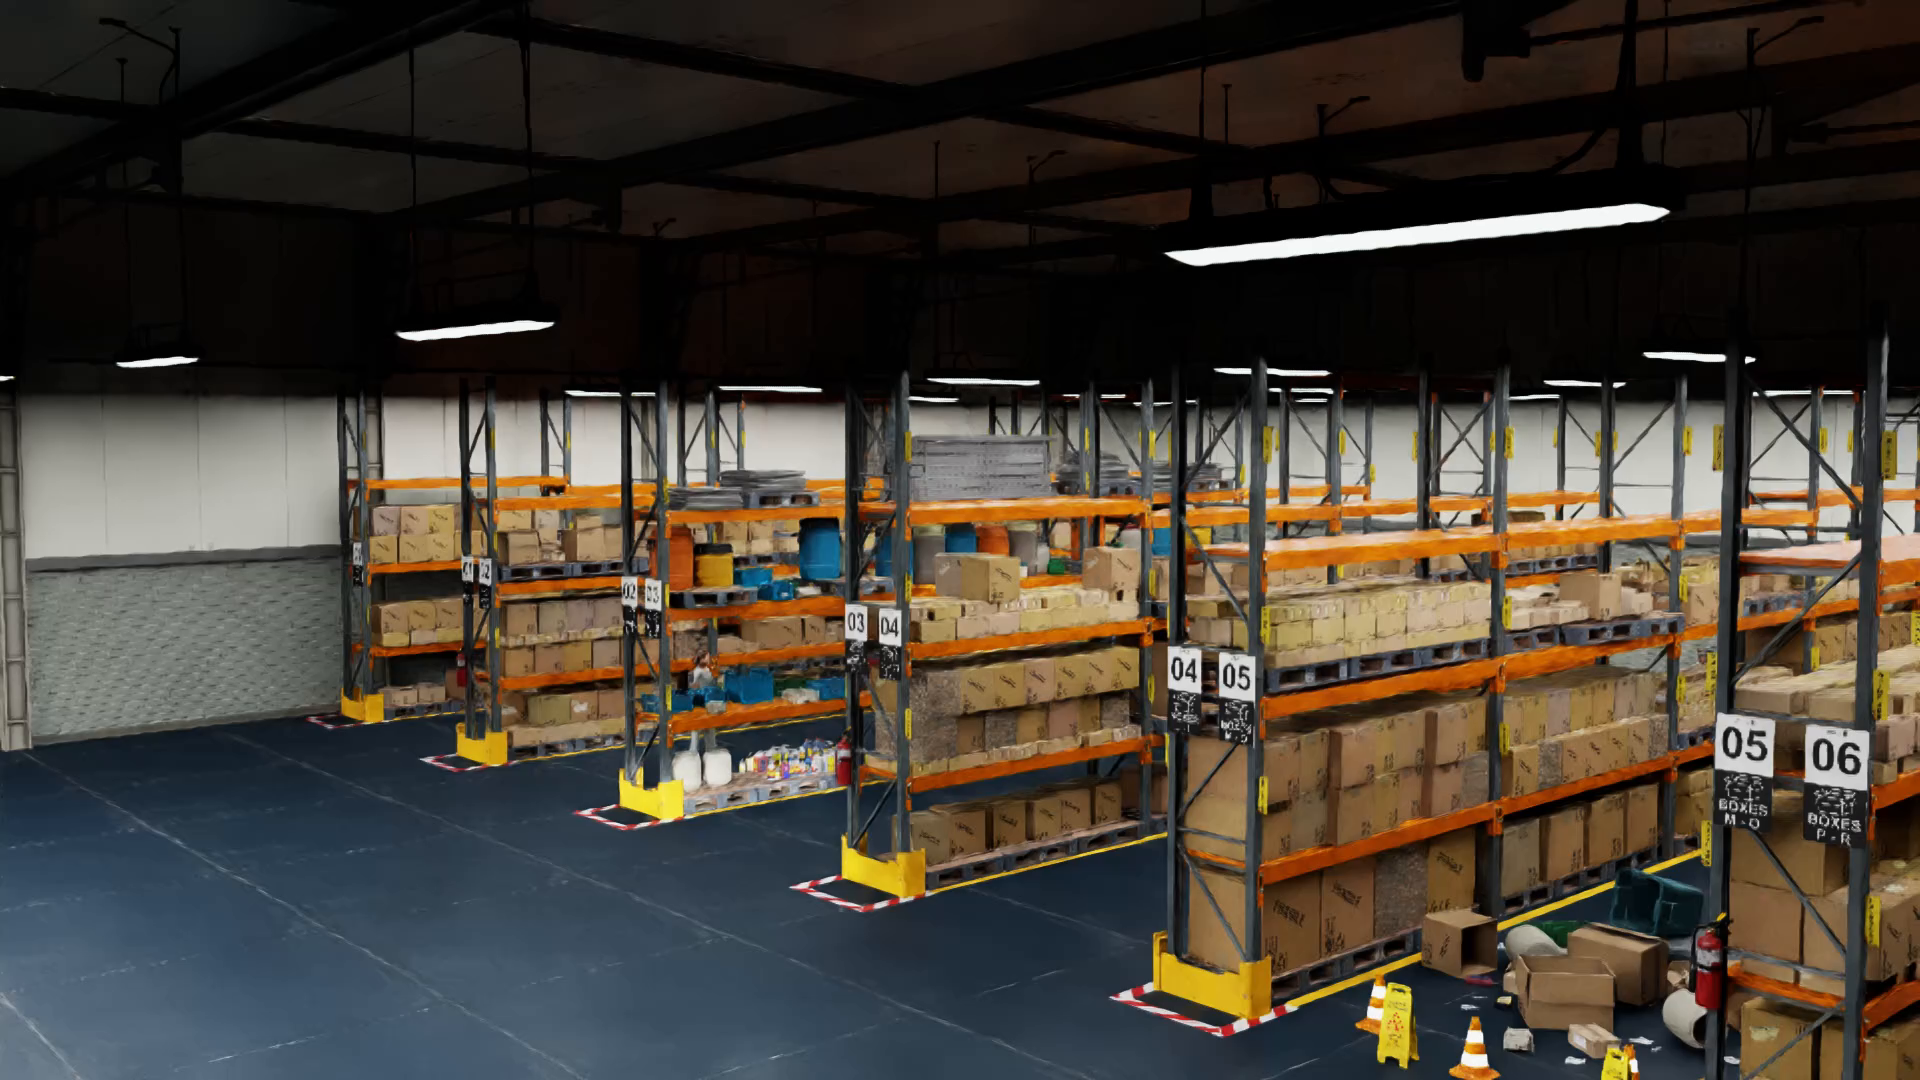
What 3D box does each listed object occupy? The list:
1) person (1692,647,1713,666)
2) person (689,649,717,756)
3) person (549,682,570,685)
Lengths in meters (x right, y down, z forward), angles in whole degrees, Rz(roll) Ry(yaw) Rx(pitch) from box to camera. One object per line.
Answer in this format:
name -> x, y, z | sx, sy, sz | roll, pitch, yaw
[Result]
person -> 12.272, 2.560, 27.385 | 0.512, 1.632, 0.639 | -4, 5, -44
person -> -4.051, 2.577, 26.427 | 0.454, 1.679, 0.538 | 1, 4, 20
person -> -7.029, 2.389, 29.257 | 1.043, 1.716, 0.589 | -4, 5, -43
